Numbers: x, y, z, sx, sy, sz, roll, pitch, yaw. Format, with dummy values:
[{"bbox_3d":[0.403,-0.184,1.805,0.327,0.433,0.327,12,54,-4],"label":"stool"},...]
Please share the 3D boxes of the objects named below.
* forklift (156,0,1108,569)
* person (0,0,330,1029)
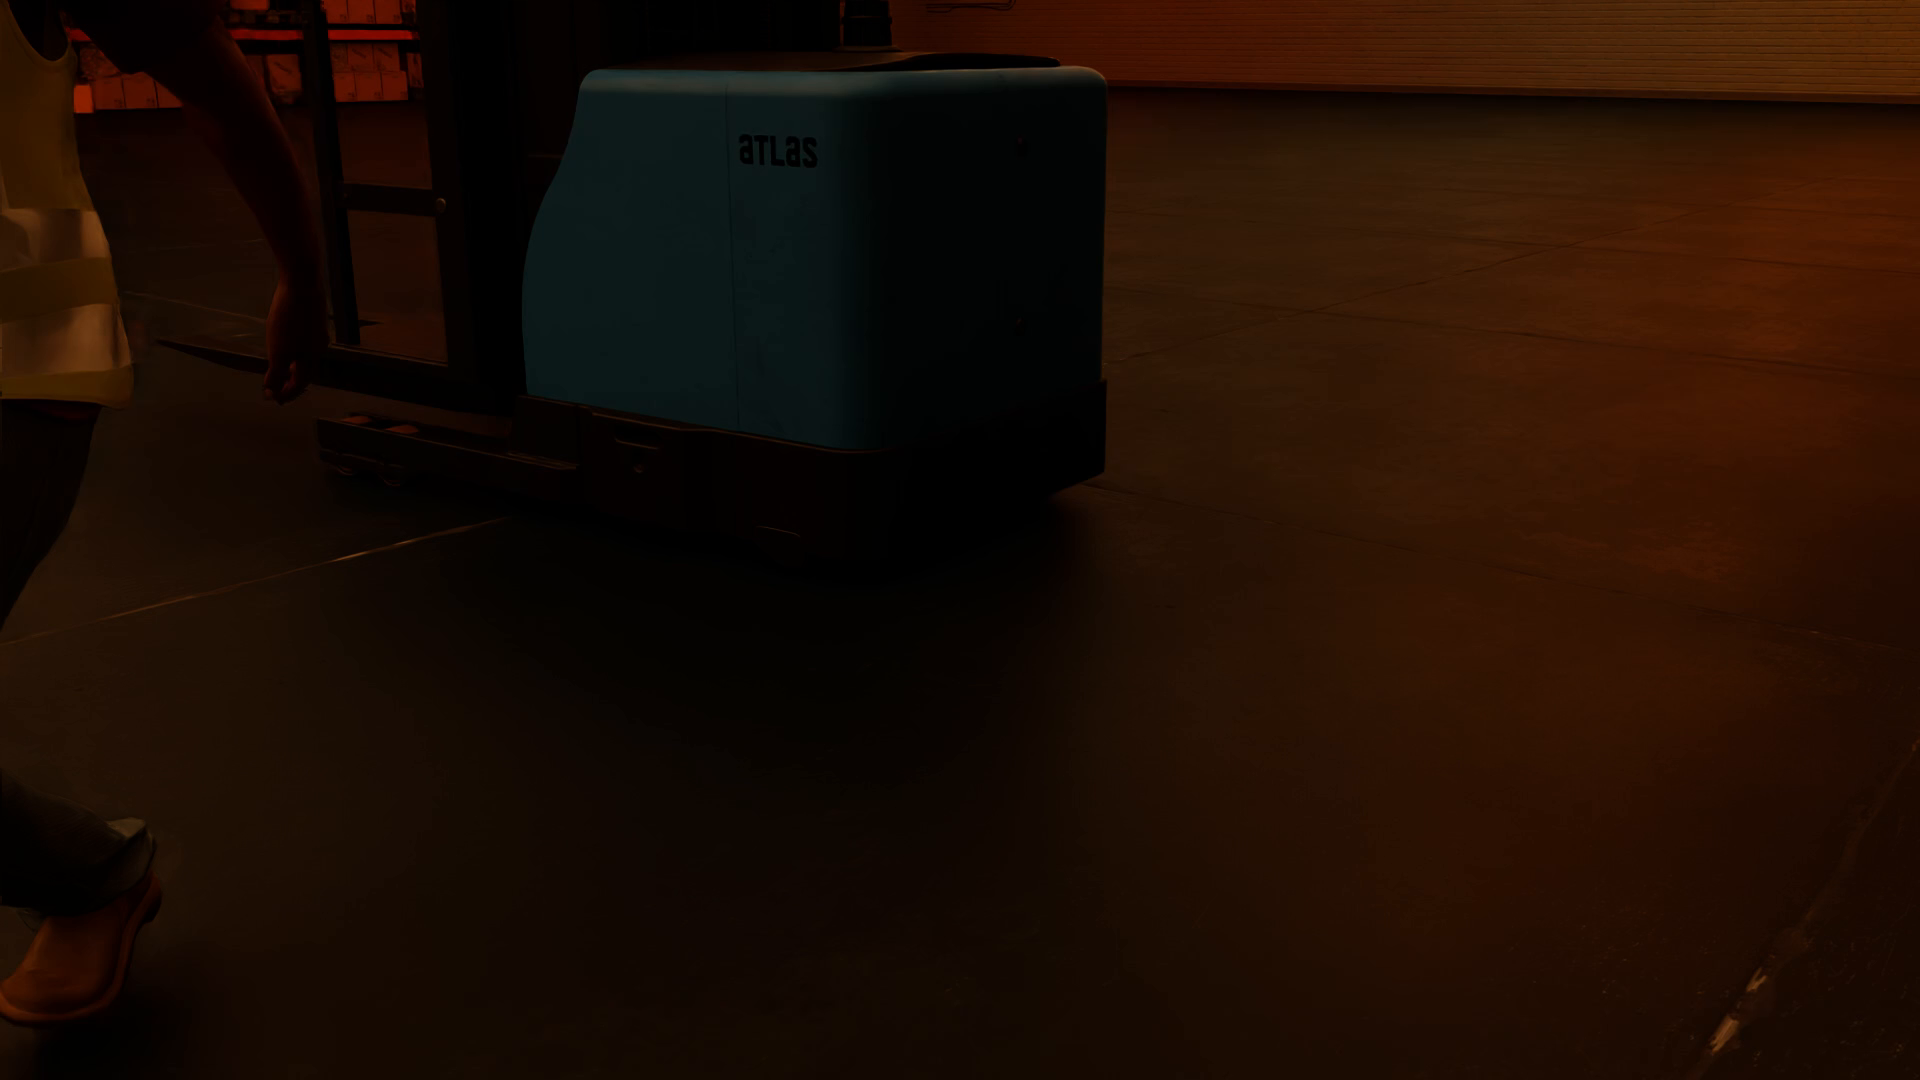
[{"bbox_3d":[-1.125,-1.654,4.344,3.031,2.935,1.130,12,20,33],"label":"forklift"},{"bbox_3d":[-1.038,-0.145,1.587,0.594,1.685,0.940,0,17,1],"label":"person"}]
